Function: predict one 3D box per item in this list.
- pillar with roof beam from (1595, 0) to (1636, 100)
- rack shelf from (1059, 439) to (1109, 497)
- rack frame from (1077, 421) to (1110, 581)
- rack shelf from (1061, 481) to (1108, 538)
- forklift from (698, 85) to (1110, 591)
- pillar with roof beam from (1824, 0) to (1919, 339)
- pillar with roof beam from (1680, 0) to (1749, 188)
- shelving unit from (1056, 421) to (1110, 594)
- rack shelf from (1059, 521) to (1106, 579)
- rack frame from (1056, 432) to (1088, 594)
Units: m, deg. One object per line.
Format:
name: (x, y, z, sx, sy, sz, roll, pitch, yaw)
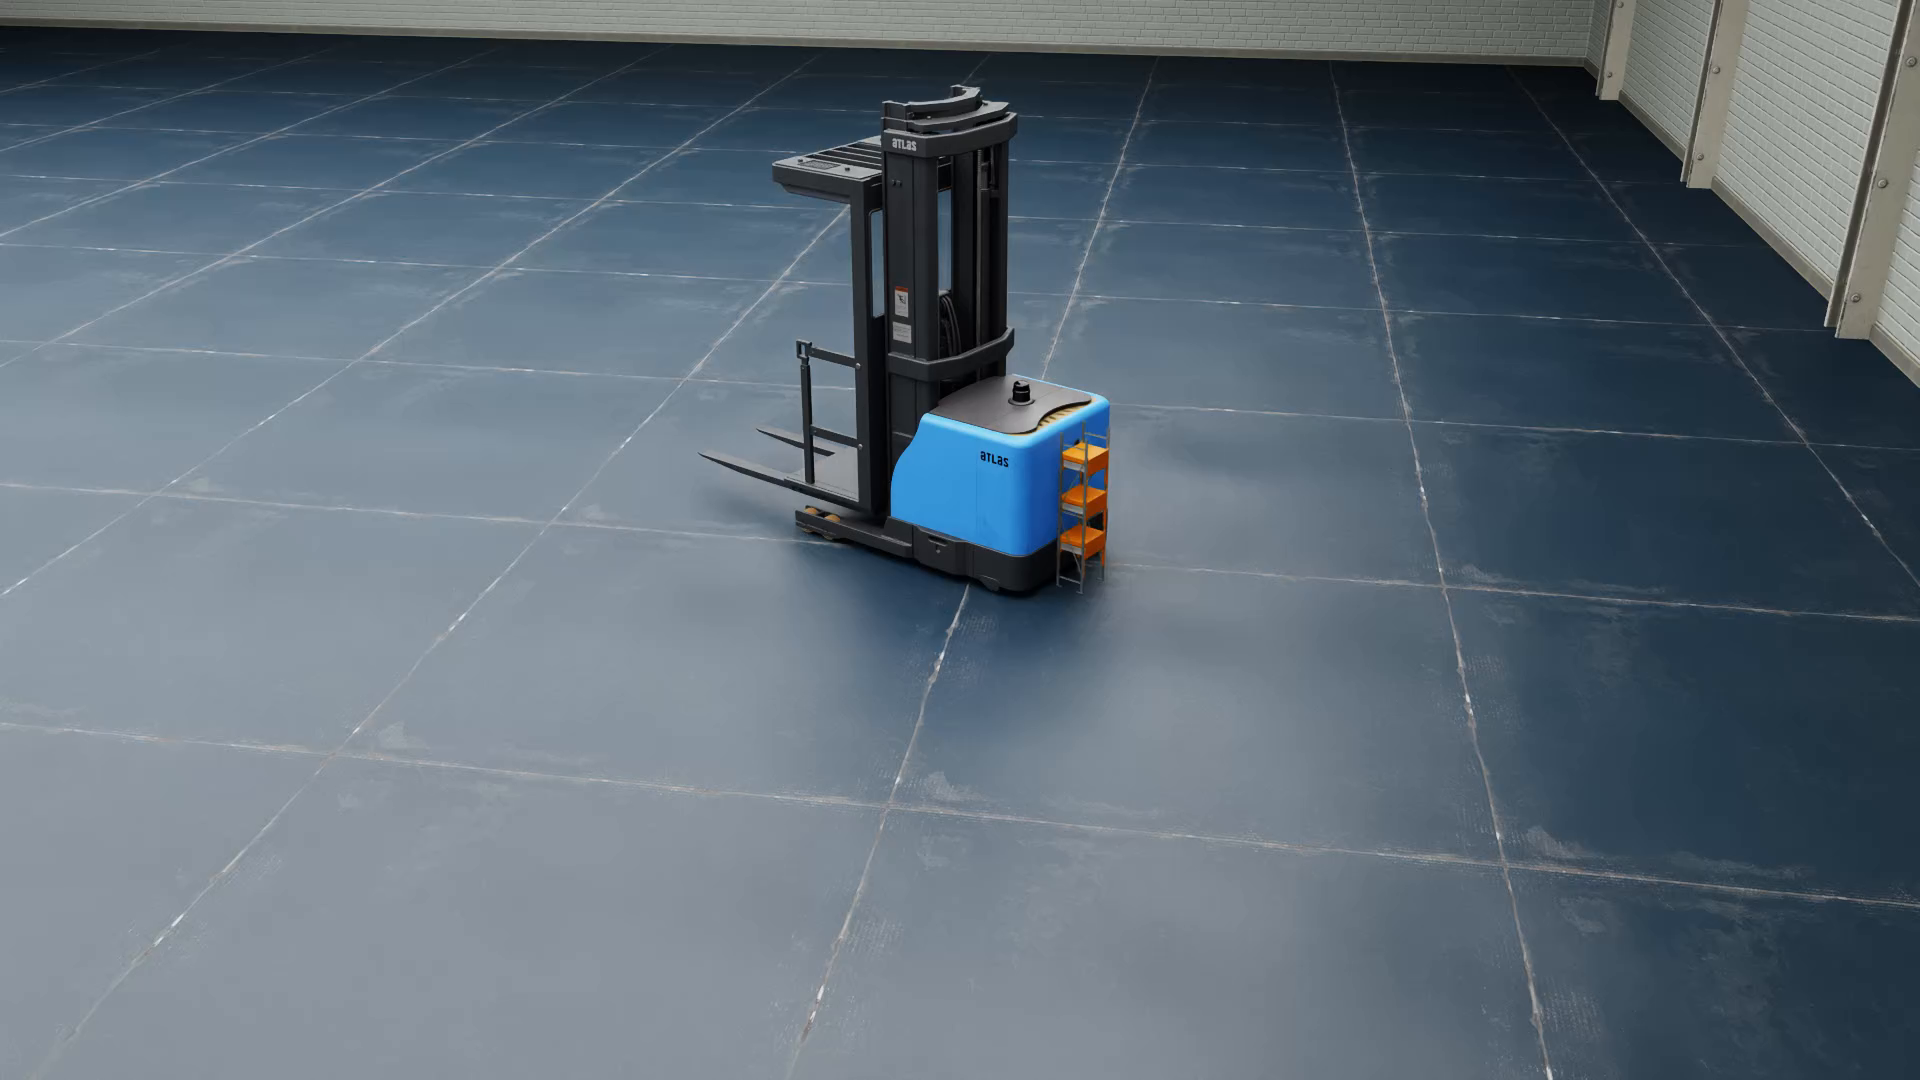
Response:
pillar with roof beam: (5.910, -11.312, 24.802, 9.100, 9.000, 0.400, 4, 25, 9)
rack shelf: (0.769, -0.446, 10.320, 0.215, 0.259, 0.240, 18, 30, 33)
rack frame: (0.843, -0.240, 10.524, 0.200, 1.050, 0.008, 18, 30, 33)
rack shelf: (0.769, -0.189, 10.440, 0.215, 0.259, 0.240, 18, 30, 33)
forklift: (-0.502, -1.489, 10.974, 3.031, 2.935, 1.130, 18, 30, 33)
pillar with roof beam: (3.949, -6.293, 14.080, 9.100, 9.000, 0.400, 4, 25, 9)
pillar with roof beam: (4.929, -8.802, 19.441, 9.100, 9.000, 0.400, 4, 25, 9)
shelving unit: (0.769, -0.199, 10.436, 0.215, 1.050, 0.252, 18, 30, 33)
rack shelf: (0.769, 0.063, 10.558, 0.215, 0.259, 0.240, 18, 30, 33)
rack frame: (0.696, -0.157, 10.348, 0.200, 1.050, 0.008, 18, 30, 33)
